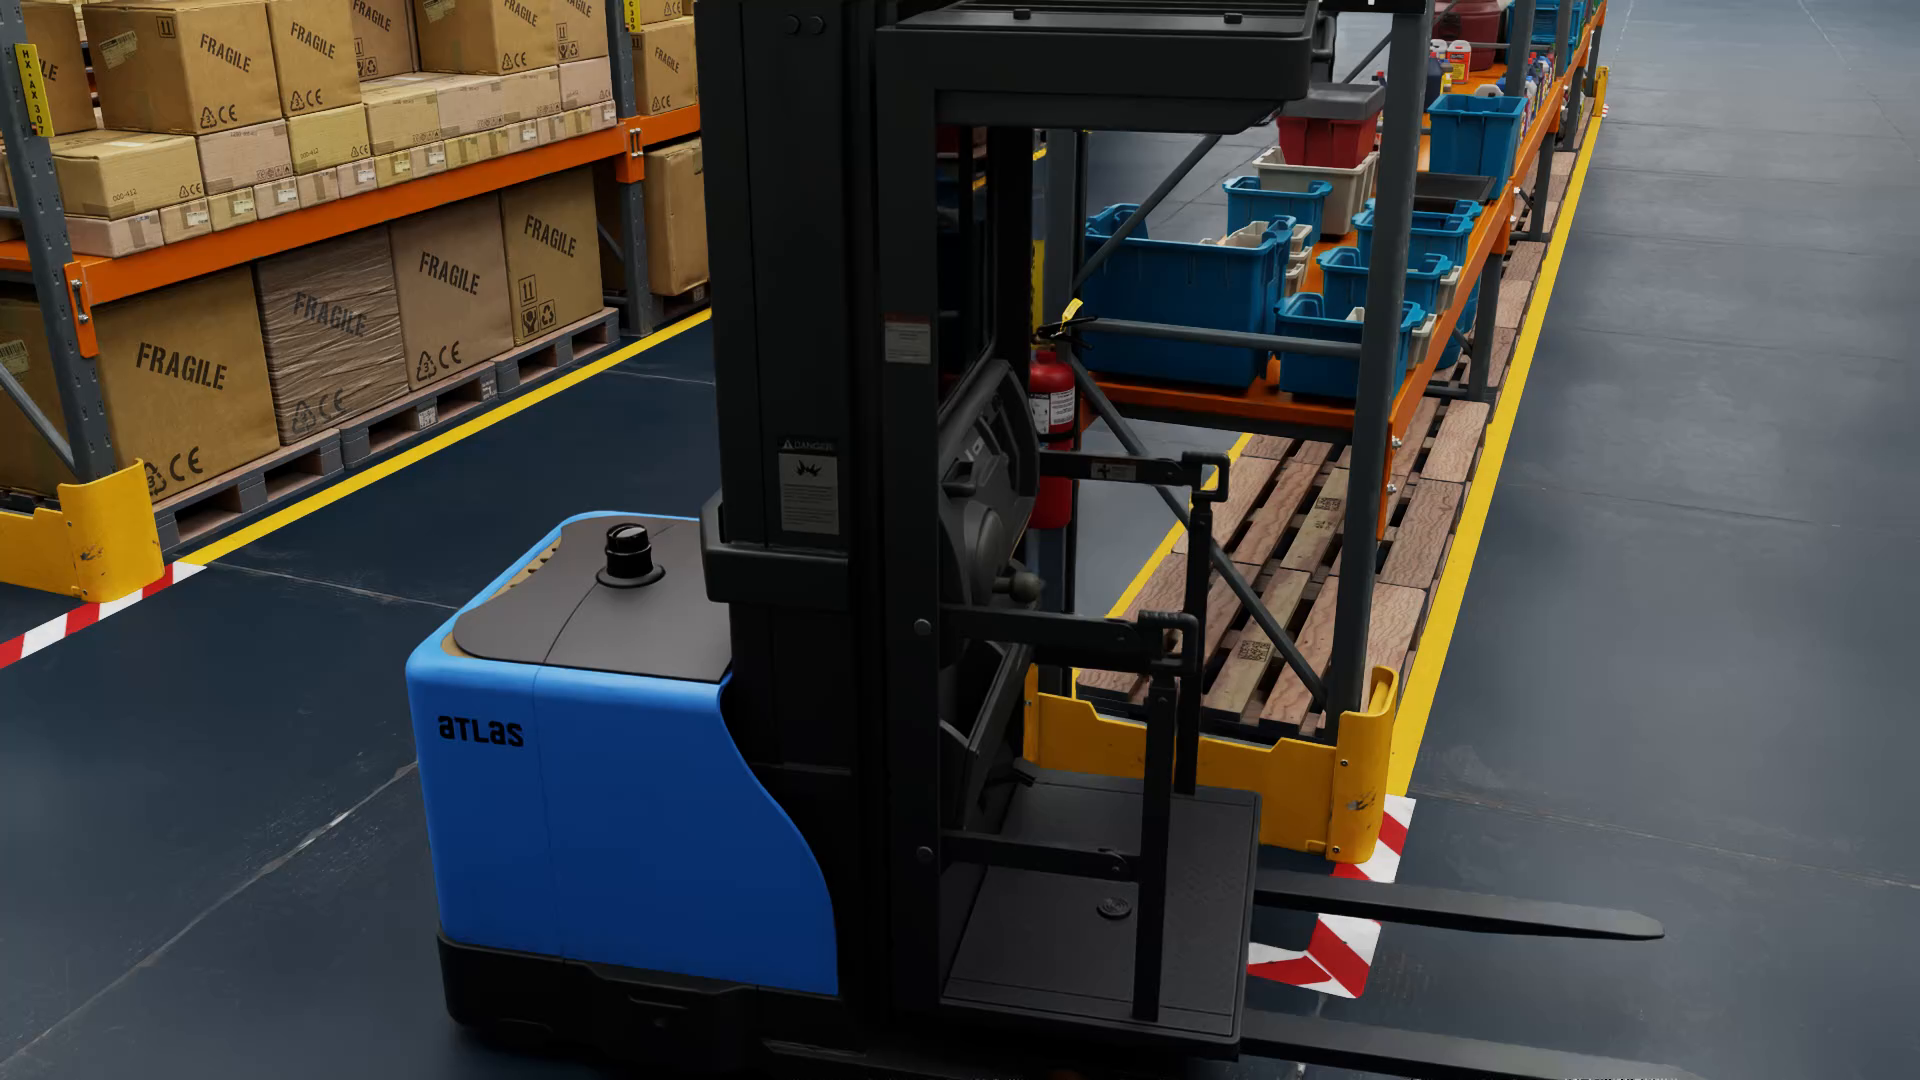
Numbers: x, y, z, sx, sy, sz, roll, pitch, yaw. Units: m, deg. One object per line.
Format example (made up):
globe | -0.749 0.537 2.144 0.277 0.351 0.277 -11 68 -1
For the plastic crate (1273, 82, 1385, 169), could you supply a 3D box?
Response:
plastic crate | 1.646 -1.773 7.441 0.402 0.464 0.583 9 24 20

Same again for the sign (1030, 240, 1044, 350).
sign | 0.208 -0.716 4.861 0.100 0.325 0.005 9 24 20

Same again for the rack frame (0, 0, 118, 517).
rack frame | -3.874 -1.277 6.415 1.000 3.000 0.127 9 24 20

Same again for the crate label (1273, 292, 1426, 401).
crate label | 1.122 -0.559 4.837 0.416 0.233 0.303 9 24 20

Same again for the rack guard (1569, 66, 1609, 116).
rack guard | 6.684 -5.106 18.826 1.175 0.500 0.348 9 24 20

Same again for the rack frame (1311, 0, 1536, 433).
rack frame | 2.211 -1.999 8.144 1.000 3.000 0.127 9 24 20

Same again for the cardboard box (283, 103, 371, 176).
cardboard box | -3.068 -1.844 7.582 0.500 0.250 0.500 8 24 18

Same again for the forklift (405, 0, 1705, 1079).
forklift | 0.264 -0.154 3.816 3.031 2.935 1.130 5 23 11

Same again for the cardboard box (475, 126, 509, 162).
cardboard box | -2.579 -2.068 8.635 0.380 0.149 0.250 9 24 21

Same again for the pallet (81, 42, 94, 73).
pallet | -6.536 -3.619 12.270 1.003 0.211 1.213 9 24 20

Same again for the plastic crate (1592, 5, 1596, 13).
plastic crate | 5.495 -5.002 15.415 0.767 0.338 0.504 9 24 20

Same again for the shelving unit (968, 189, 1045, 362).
shelving unit | 0.032 -0.723 7.034 0.538 1.500 1.048 9 24 20

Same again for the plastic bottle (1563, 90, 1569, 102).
plastic bottle | 6.175 -4.452 16.969 0.061 0.283 0.133 9 24 20

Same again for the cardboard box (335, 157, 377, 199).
cardboard box | -2.960 -1.701 7.757 0.380 0.149 0.250 8 24 19

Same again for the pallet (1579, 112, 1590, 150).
pallet | 5.922 -4.248 17.145 1.003 0.211 1.213 9 24 20

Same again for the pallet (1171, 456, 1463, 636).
pallet | 1.522 -0.006 6.990 1.003 0.211 1.213 9 24 20

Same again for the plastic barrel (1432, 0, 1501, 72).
plastic barrel | 3.588 -3.703 12.046 0.600 0.536 0.708 9 24 20

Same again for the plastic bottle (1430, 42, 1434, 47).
plastic bottle | 3.167 -3.225 11.246 0.097 0.271 0.097 0 23 0

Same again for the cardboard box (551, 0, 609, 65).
cardboard box | -2.310 -2.920 9.184 0.500 0.500 0.500 10 24 22

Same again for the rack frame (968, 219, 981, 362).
rack frame | -0.157 -0.541 6.599 0.500 1.500 0.032 9 24 20

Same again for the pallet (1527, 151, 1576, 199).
pallet | 4.927 -3.289 14.849 1.003 0.211 1.213 9 24 20

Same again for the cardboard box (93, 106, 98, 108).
cardboard box | -6.436 -3.068 12.427 0.500 0.250 0.500 8 24 18

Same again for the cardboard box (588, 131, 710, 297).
cardboard box | -2.169 -2.154 10.726 1.225 0.875 0.875 9 24 20

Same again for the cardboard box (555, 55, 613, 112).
cardboard box | -2.308 -2.581 9.345 0.500 0.250 0.500 8 24 19

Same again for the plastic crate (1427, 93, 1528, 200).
plastic crate | 2.354 -1.804 7.619 0.392 0.384 0.575 9 24 20

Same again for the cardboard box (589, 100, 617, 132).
cardboard box | -2.197 -2.436 9.517 0.380 0.149 0.250 9 24 20

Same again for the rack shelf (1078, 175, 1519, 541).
rack shelf | 1.468 -0.952 6.570 1.077 0.370 4.000 9 24 20

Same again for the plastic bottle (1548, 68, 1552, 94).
plastic bottle | 3.797 -3.012 10.826 0.097 0.201 0.097 0 23 0

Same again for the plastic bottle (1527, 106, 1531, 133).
plastic bottle | 3.149 -2.388 9.332 0.097 0.201 0.097 0 23 0

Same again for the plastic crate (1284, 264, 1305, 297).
plastic crate | 0.981 -0.893 5.761 0.396 0.136 0.243 9 24 20

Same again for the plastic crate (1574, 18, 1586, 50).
plastic crate | 4.797 -4.101 13.450 0.450 0.188 0.662 9 24 20

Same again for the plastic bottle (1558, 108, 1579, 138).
plastic bottle | 5.802 -3.979 15.847 0.152 0.276 0.135 10 25 22

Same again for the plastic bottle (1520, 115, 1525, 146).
plastic bottle | 2.977 -2.222 8.935 0.097 0.201 0.097 0 23 0

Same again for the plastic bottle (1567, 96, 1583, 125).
plastic bottle | 6.095 -4.292 16.499 0.144 0.351 0.185 9 24 20

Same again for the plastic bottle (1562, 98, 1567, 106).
plastic bottle | 5.949 -4.270 16.543 0.152 0.276 0.135 9 24 20

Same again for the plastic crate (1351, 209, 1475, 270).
plastic crate | 1.611 -1.031 5.965 0.416 0.233 0.300 9 24 20

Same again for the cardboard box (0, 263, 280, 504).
cardboard box | -3.710 -0.731 7.319 0.875 0.875 0.875 9 24 20

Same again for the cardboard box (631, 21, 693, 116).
cardboard box | -1.985 -2.883 10.131 0.500 0.500 0.500 9 24 20

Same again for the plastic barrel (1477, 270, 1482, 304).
plastic barrel | 2.984 -1.680 10.063 0.421 0.512 0.421 0 23 0

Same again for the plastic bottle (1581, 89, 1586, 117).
plastic bottle | 6.366 -4.479 17.034 0.061 0.283 0.133 9 24 21

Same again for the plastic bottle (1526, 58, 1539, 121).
plastic bottle | 3.302 -2.628 9.714 0.144 0.351 0.185 9 24 20

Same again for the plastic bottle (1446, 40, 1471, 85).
plastic bottle | 3.377 -3.243 11.283 0.152 0.276 0.135 9 24 20

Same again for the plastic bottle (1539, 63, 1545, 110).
plastic bottle | 3.518 -2.762 10.122 0.061 0.283 0.133 9 24 20

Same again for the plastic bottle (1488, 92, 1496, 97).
plastic bottle | 2.657 -2.070 8.379 0.144 0.351 0.185 9 24 20

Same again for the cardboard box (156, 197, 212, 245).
cardboard box | -3.341 -1.333 6.875 0.380 0.149 0.250 8 24 19

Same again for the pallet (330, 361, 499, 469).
pallet | -3.195 -0.723 8.706 1.003 0.211 1.213 9 24 20

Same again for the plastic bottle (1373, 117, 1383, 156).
plastic bottle | 2.180 -2.084 8.604 0.097 0.201 0.097 0 23 0

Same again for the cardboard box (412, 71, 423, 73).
cardboard box | -2.995 -2.468 9.076 0.500 0.250 0.500 9 24 20

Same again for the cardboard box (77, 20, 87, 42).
cardboard box | -6.382 -3.608 11.776 0.380 0.149 0.250 8 24 18
